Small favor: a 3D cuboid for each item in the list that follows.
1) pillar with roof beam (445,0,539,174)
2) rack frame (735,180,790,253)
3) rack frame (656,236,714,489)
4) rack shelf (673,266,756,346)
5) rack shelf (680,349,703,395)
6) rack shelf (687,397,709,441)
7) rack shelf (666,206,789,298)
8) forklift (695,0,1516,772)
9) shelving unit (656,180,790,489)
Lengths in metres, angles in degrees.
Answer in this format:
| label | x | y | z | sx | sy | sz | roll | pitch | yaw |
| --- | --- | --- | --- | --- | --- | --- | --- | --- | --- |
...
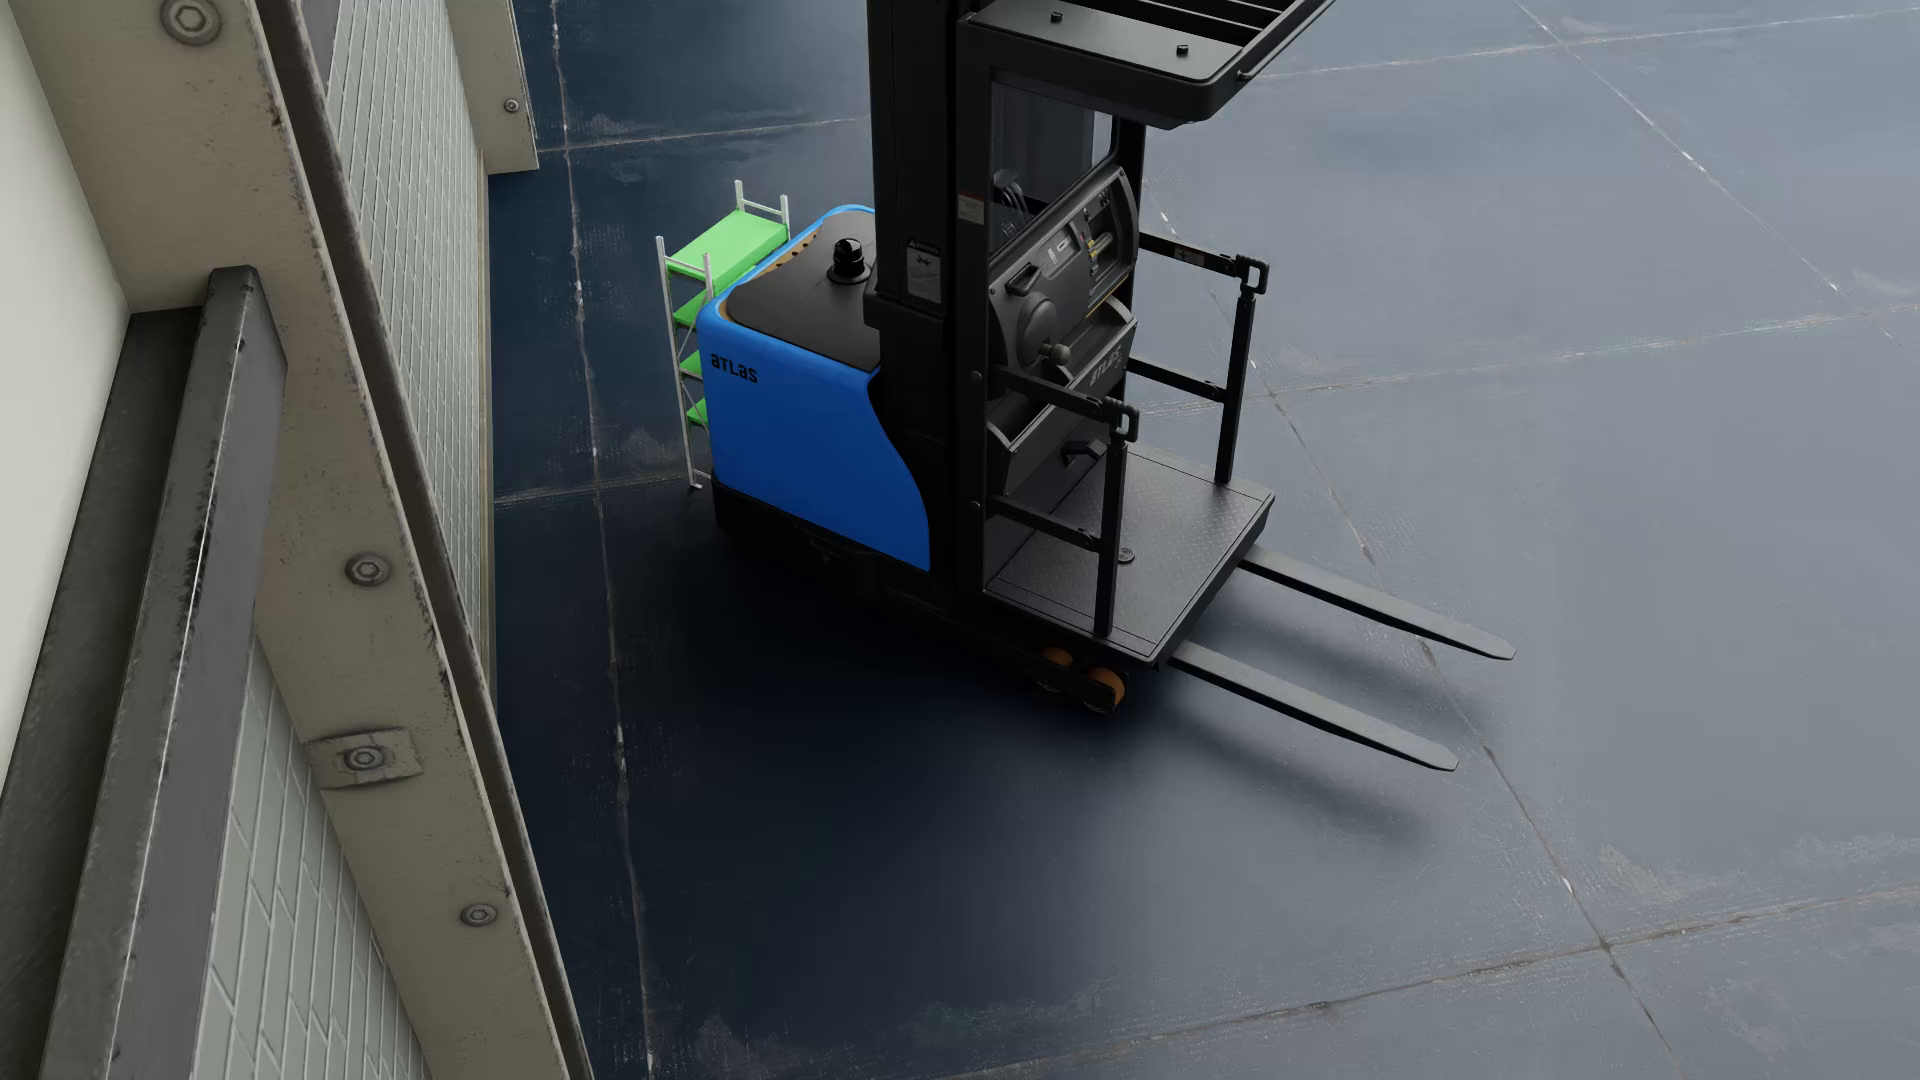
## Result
| label | x | y | z | sx | sy | sz | roll | pitch | yaw |
| --- | --- | --- | --- | --- | --- | --- | --- | --- | --- |
| pillar with roof beam | 1.726 | -6.100 | 6.843 | 9.100 | 9.000 | 0.400 | -8 | 42 | -9 |
| rack frame | -0.777 | -0.921 | 6.884 | 0.240 | 1.200 | 0.015 | 22 | 46 | 23 |
| rack frame | -1.031 | -0.644 | 6.572 | 0.240 | 1.200 | 0.015 | 22 | 46 | 23 |
| rack shelf | -0.904 | -0.914 | 6.611 | 0.258 | 0.148 | 0.480 | 22 | 46 | 23 |
| rack shelf | -0.904 | -0.735 | 6.770 | 0.258 | 0.148 | 0.480 | 22 | 46 | 23 |
| rack shelf | -0.904 | -0.555 | 6.930 | 0.258 | 0.148 | 0.480 | 22 | 46 | 23 |
| rack shelf | -0.904 | -1.094 | 6.452 | 0.258 | 0.148 | 0.480 | 22 | 46 | 23 |
| forklift | 0.536 | -0.876 | 5.529 | 3.031 | 2.935 | 1.130 | 22 | 46 | 23 |
| shelving unit | -0.904 | -0.783 | 6.728 | 0.258 | 1.200 | 0.503 | 22 | 46 | 23 |
